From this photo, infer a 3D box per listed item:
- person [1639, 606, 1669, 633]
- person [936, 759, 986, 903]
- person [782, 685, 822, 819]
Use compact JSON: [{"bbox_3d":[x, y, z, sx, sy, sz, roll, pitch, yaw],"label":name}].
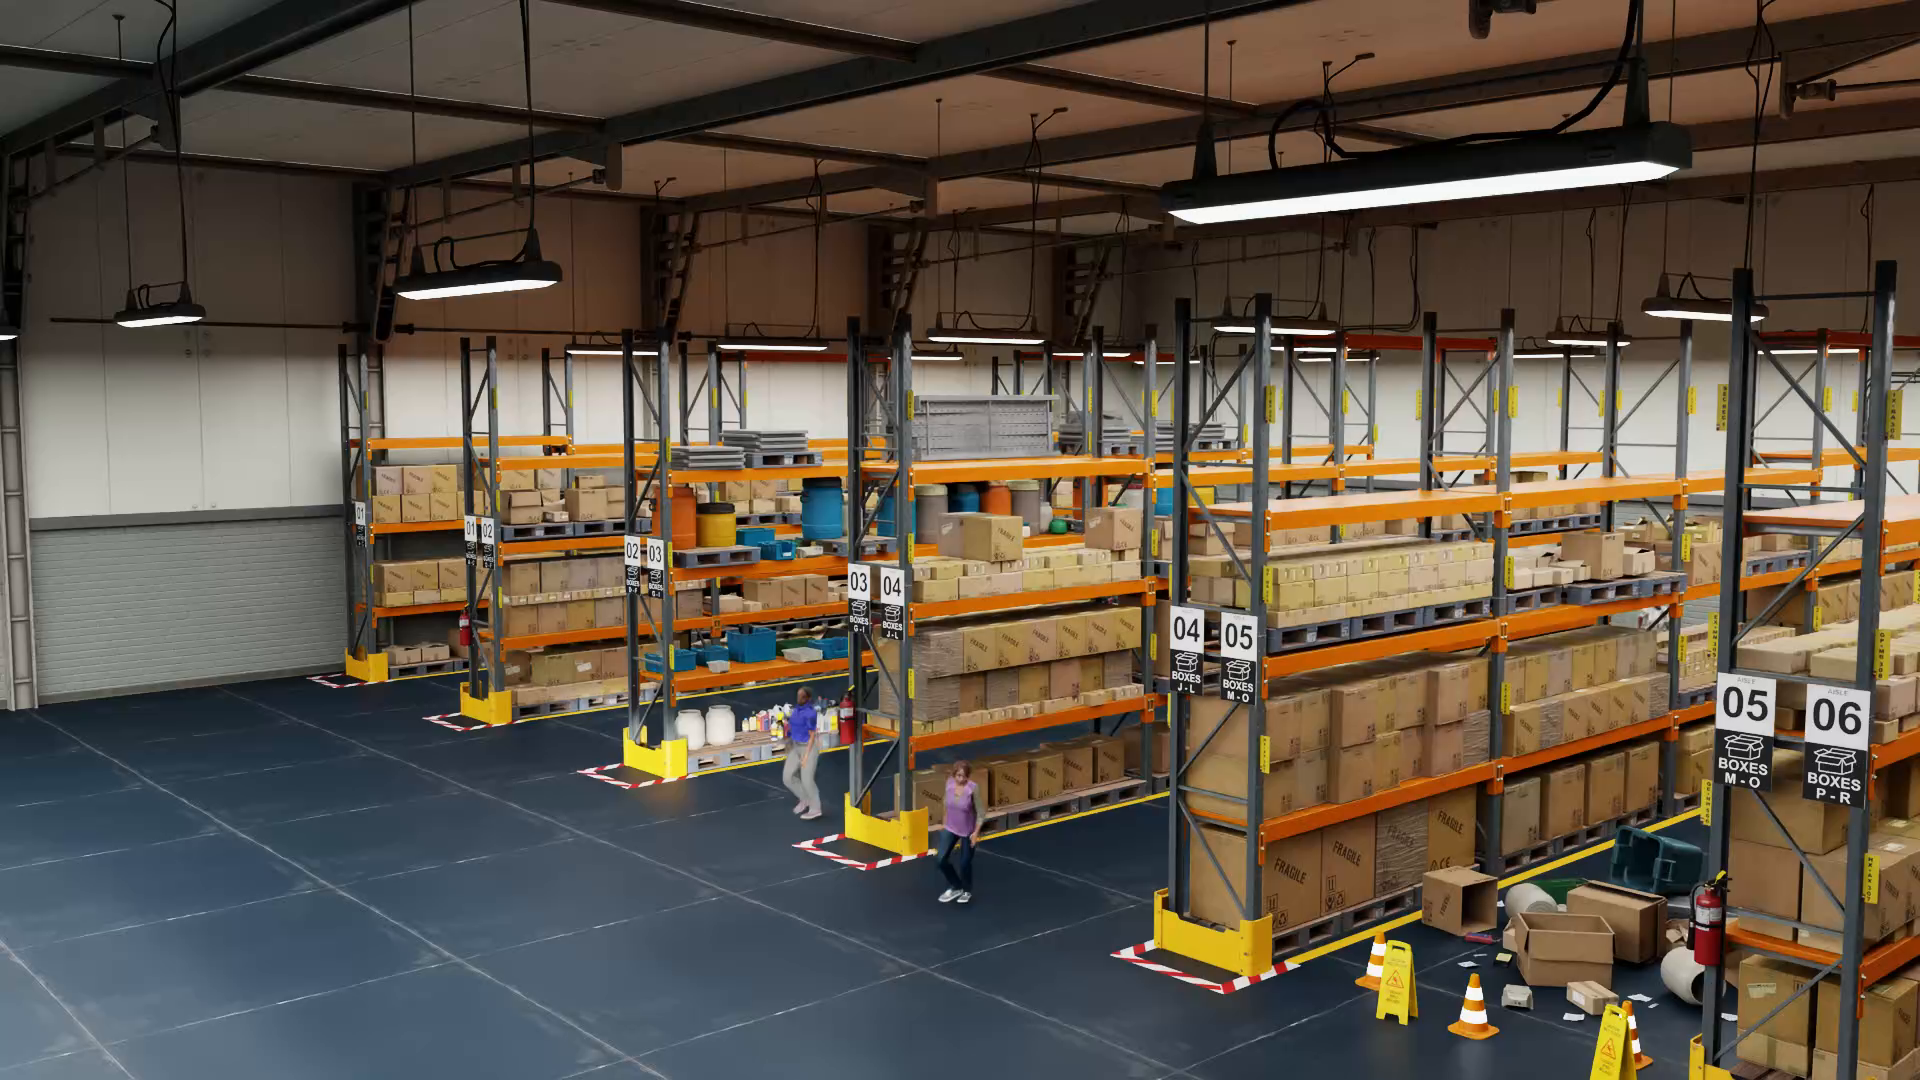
[{"bbox_3d":[12.309,1.724,29.464,0.545,1.664,0.688,1,5,8],"label":"person"},{"bbox_3d":[0.023,2.912,16.560,0.543,1.523,0.700,2,5,18],"label":"person"},{"bbox_3d":[-1.875,2.545,19.993,0.453,1.638,0.531,-5,7,-42],"label":"person"}]
